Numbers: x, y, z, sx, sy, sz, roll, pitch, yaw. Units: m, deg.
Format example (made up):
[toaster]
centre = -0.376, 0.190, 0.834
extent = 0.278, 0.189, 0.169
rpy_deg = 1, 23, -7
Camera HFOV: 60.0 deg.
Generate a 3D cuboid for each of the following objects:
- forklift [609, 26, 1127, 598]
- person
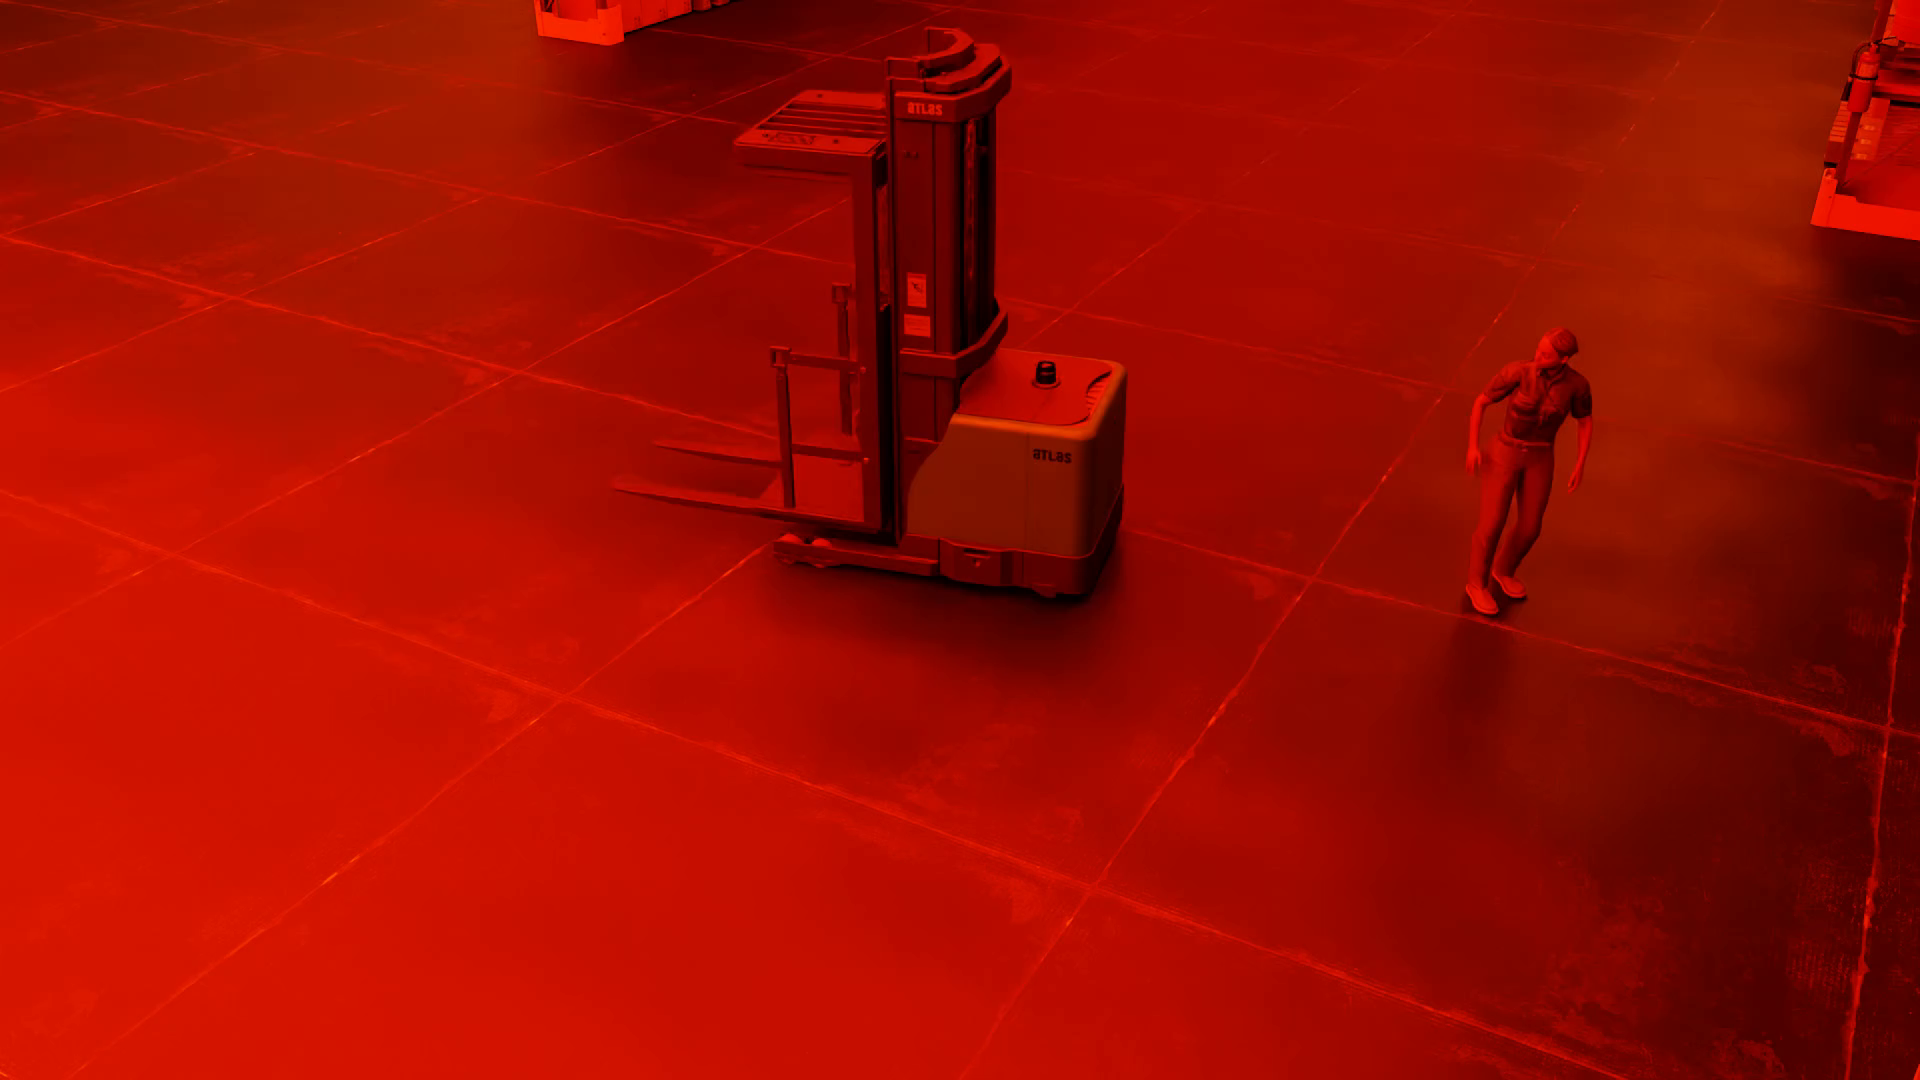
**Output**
[forklift]
centre = -0.593, -1.349, 9.409
extent = 3.031, 2.935, 1.130
rpy_deg = 8, 31, 14
[person]
centre = 3.093, -0.394, 9.052
extent = 0.664, 1.638, 0.471
rpy_deg = 0, 30, 1
